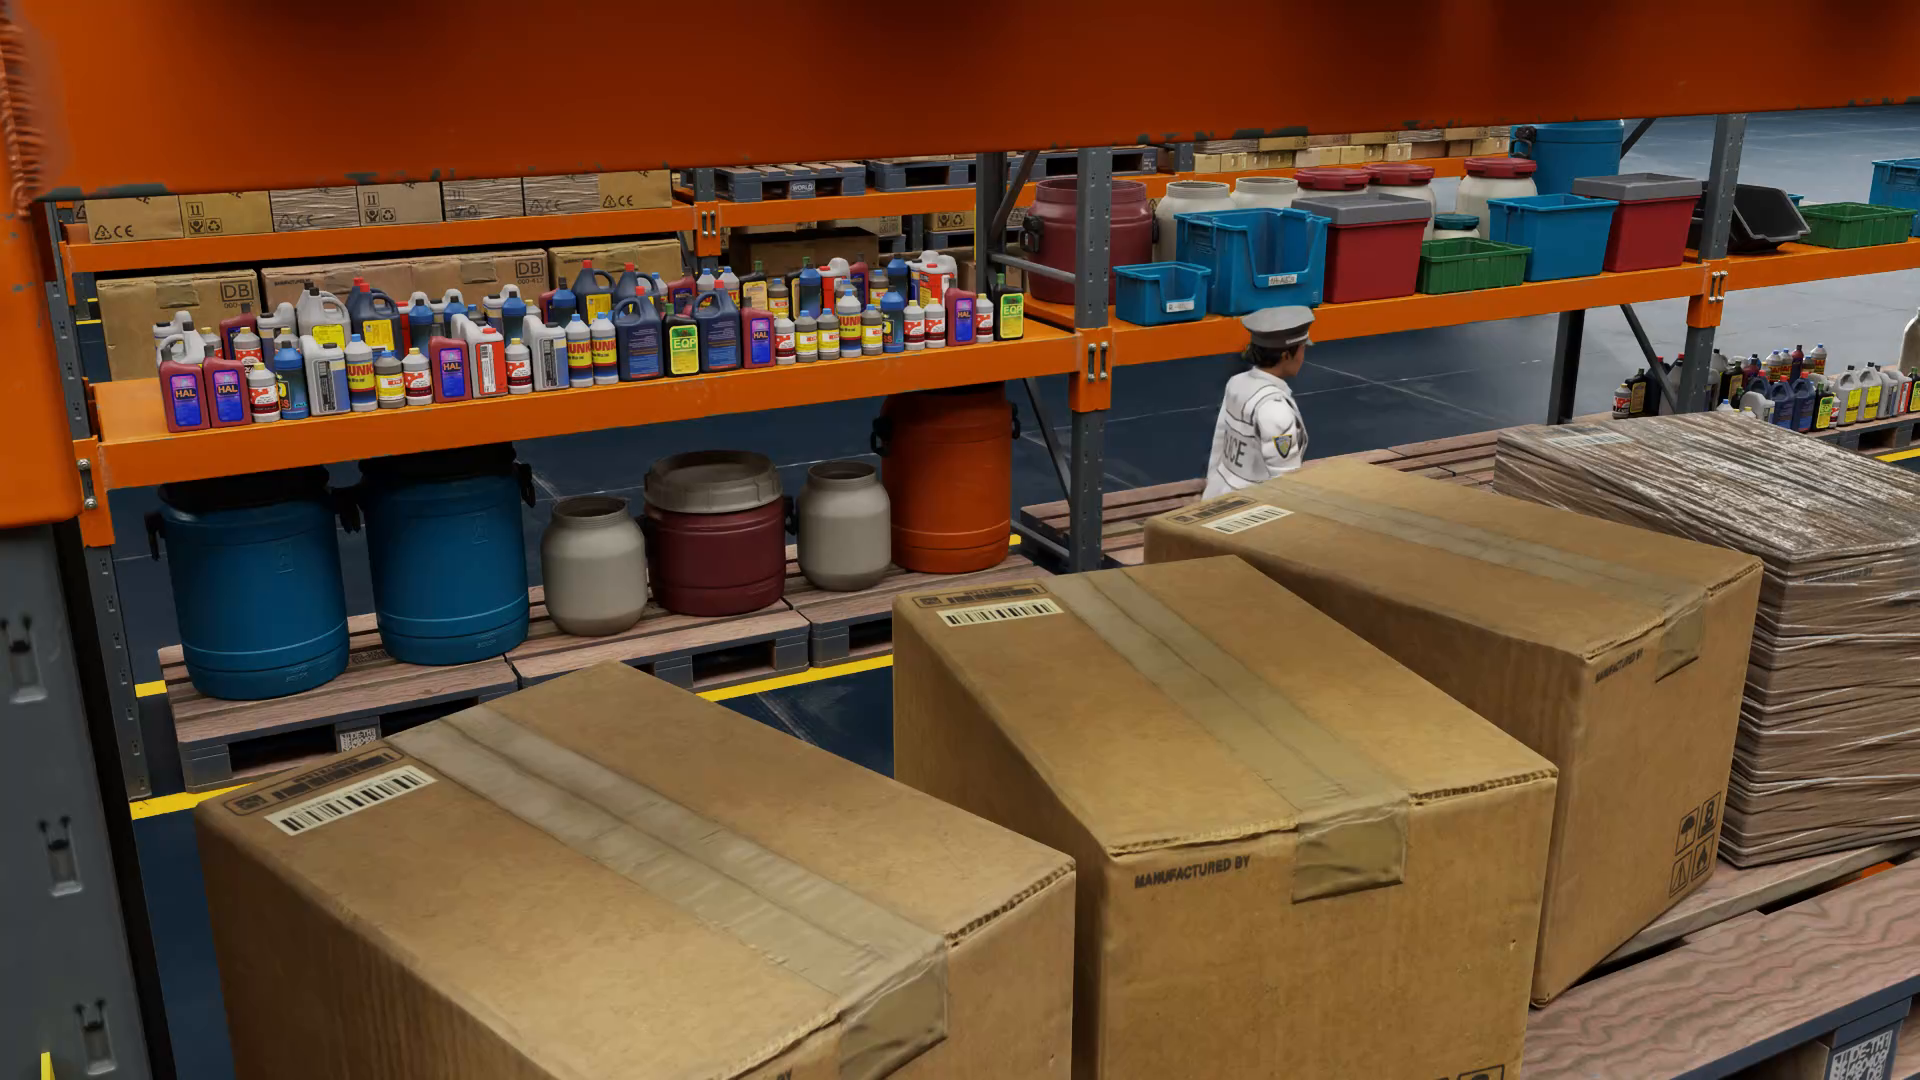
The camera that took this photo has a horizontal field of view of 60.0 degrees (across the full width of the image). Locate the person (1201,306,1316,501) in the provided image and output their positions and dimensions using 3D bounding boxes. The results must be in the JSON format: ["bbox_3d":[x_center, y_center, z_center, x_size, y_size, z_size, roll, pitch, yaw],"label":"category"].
[{"bbox_3d":[1.113,-0.058,6.215,0.966,1.635,0.507,-1,19,-2],"label":"person"}]
